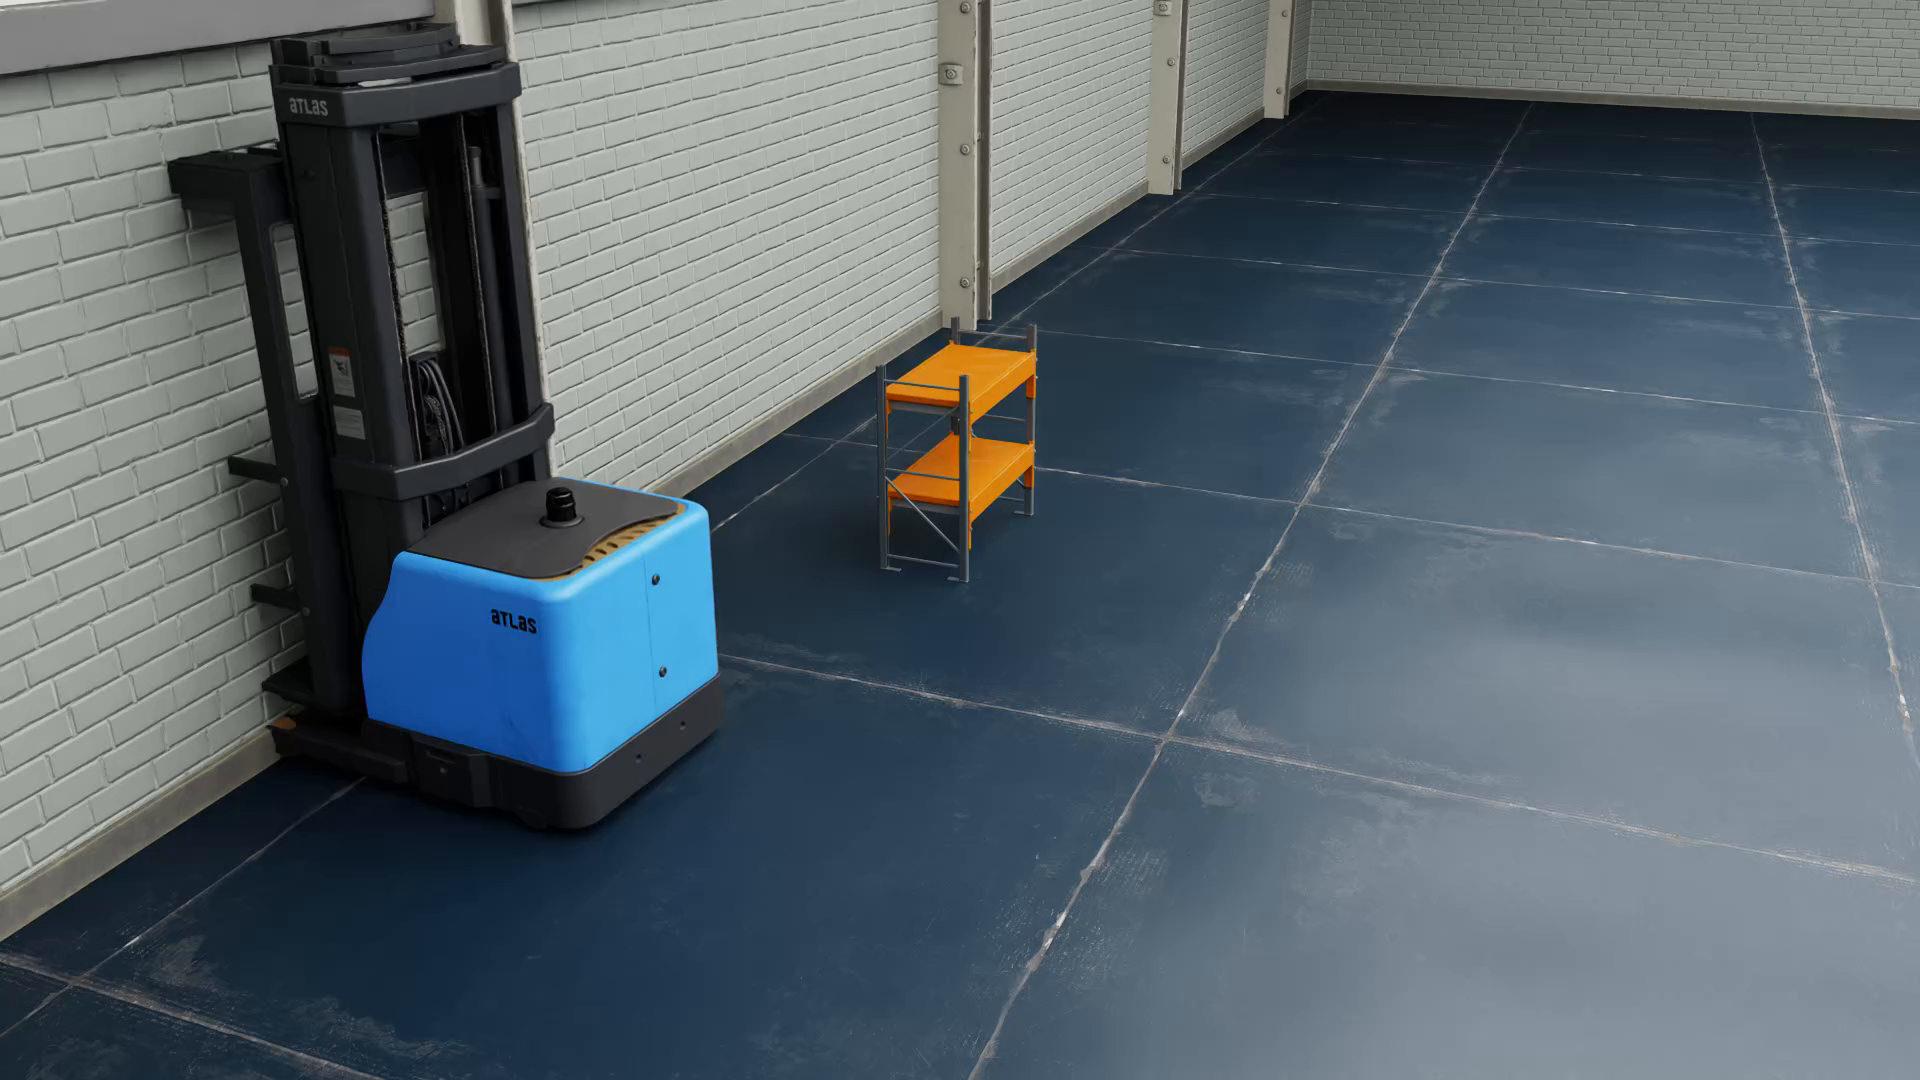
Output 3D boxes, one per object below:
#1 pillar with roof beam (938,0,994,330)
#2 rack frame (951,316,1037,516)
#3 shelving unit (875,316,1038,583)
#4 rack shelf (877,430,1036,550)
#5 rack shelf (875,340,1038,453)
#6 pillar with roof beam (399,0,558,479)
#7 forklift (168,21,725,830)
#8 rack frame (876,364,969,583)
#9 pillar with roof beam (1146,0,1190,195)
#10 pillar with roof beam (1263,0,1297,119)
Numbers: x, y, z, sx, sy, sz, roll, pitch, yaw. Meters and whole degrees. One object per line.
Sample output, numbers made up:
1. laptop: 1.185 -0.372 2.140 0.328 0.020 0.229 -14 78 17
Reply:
1. pillar with roof beam: 4.039 -5.297 10.255 9.100 9.000 0.400 9 24 20
2. rack frame: 0.186 -0.699 9.463 0.500 1.125 0.032 9 24 20
3. shelving unit: -0.003 -0.517 9.027 0.538 1.125 1.048 9 24 20
4. rack shelf: -0.003 -0.291 9.122 0.538 0.278 1.000 9 24 20
5. rack shelf: -0.003 -0.787 8.915 0.538 0.278 1.000 9 24 20
6. pillar with roof beam: 1.810 -3.150 5.115 9.100 9.000 0.400 9 24 20
7. forklift: -2.570 -0.601 6.885 3.031 2.935 1.130 11 25 24
8. rack frame: -0.191 -0.335 8.592 0.500 1.125 0.032 9 24 20
9. pillar with roof beam: 6.267 -7.444 15.396 9.100 9.000 0.400 9 24 20
10. pillar with roof beam: 8.496 -9.591 20.536 9.100 9.000 0.400 9 24 20
